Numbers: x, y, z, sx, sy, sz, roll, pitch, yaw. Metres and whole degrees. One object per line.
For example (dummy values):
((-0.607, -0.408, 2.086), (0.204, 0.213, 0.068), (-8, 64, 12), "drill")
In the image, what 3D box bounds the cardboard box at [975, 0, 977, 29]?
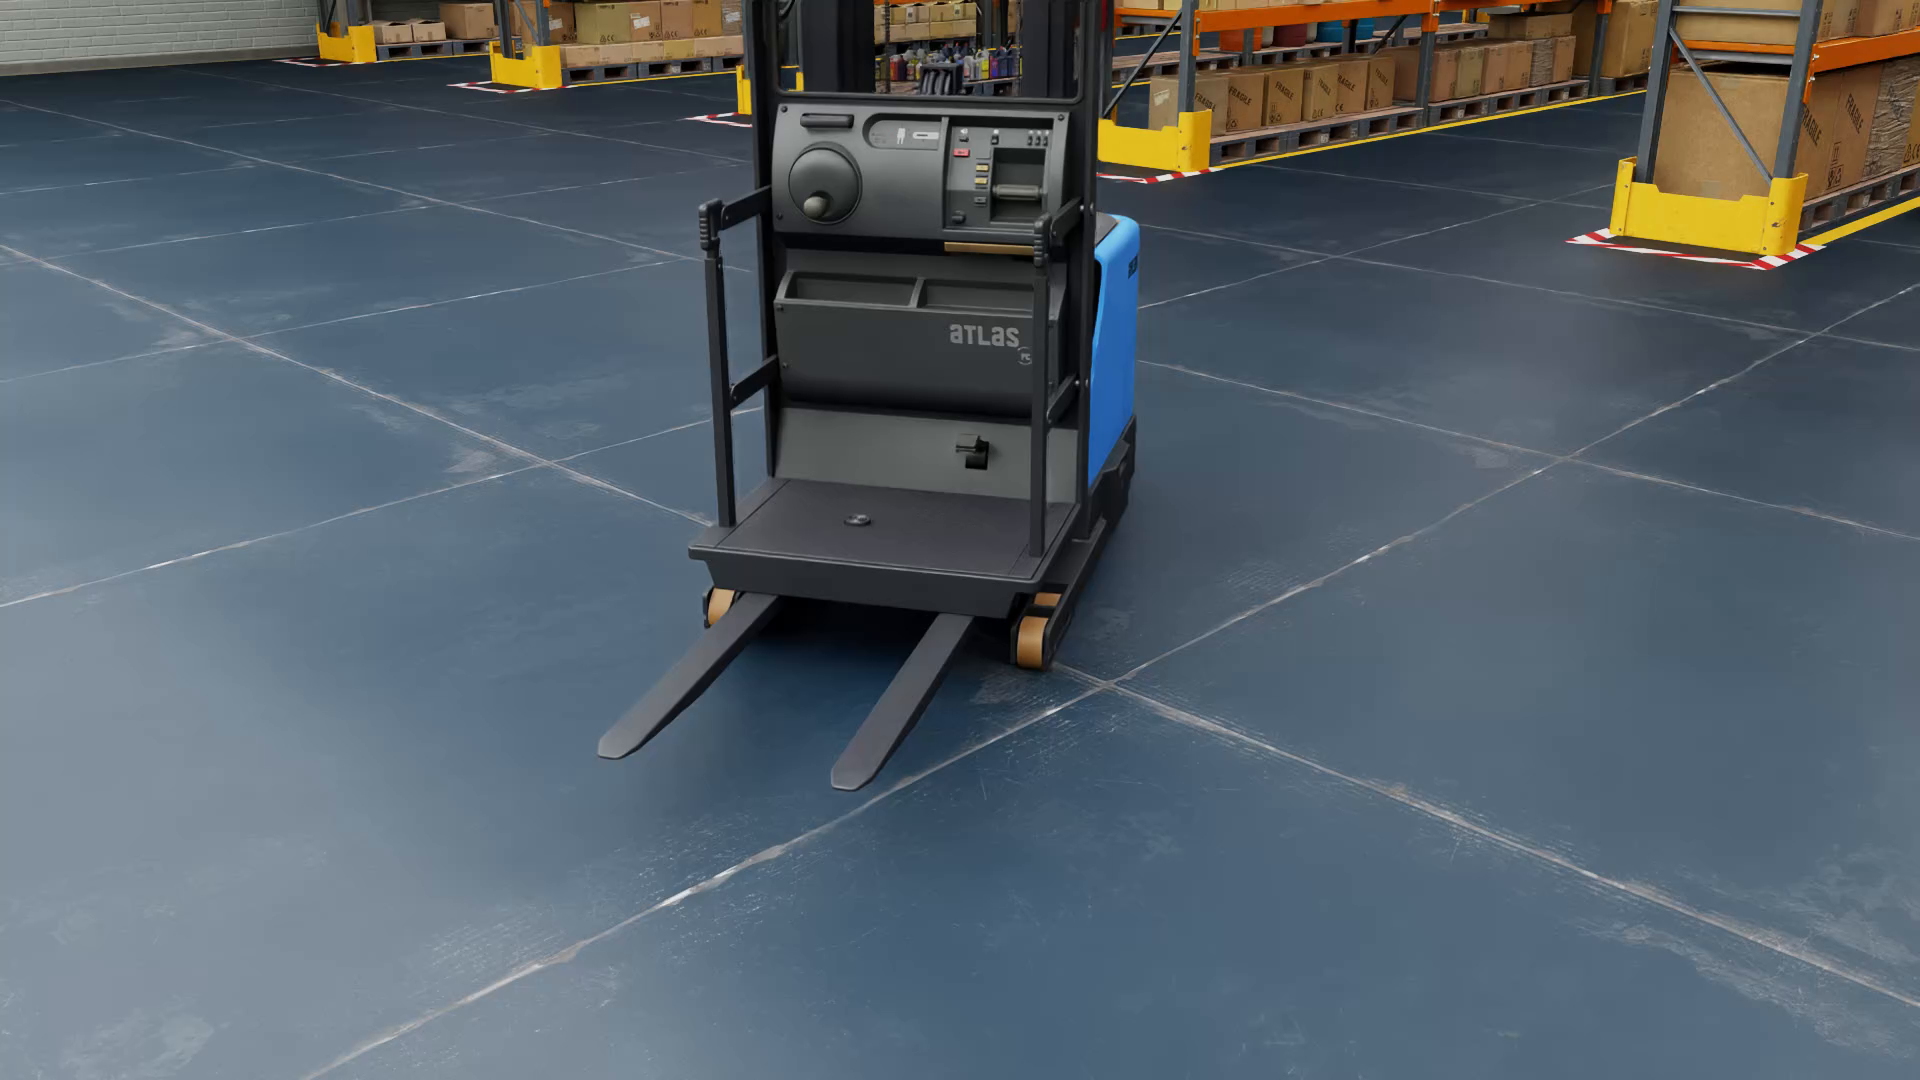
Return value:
((0.575, -8.596, 27.130), (0.500, 0.500, 0.500), (-19, 28, -40), "cardboard box")

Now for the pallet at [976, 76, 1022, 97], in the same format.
((0.348, -5.526, 20.157), (1.003, 0.211, 1.213), (19, 28, 41), "pallet")

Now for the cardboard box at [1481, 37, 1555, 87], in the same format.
((6.355, -5.494, 19.058), (0.700, 0.500, 0.500), (16, 26, 36), "cardboard box")

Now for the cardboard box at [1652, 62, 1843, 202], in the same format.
((5.514, -2.850, 11.684), (0.875, 0.875, 0.875), (19, 28, 41), "cardboard box")

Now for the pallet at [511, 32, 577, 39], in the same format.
((-6.695, -7.986, 26.558), (1.003, 0.211, 1.213), (19, 28, 41), "pallet")

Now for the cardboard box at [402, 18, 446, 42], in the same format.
((-8.097, -7.693, 25.044), (0.500, 0.311, 0.500), (-17, 27, -38), "cardboard box")

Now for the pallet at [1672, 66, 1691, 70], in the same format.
((8.641, -5.973, 21.319), (1.003, 0.211, 1.213), (19, 28, 41), "pallet")

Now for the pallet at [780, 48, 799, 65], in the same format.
((-2.214, -7.128, 24.325), (1.003, 0.211, 1.213), (19, 28, 41), "pallet")

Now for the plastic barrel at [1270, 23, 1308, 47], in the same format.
((4.754, -7.509, 24.205), (0.600, 0.588, 0.708), (19, 28, 41), "plastic barrel")

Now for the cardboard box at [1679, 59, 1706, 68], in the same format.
((8.921, -6.611, 21.471), (1.225, 0.875, 0.875), (18, 27, 39), "cardboard box")

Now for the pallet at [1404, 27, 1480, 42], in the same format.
((7.764, -8.258, 27.266), (1.003, 0.211, 1.213), (19, 28, 41), "pallet")

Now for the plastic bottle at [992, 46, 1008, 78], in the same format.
((0.470, -5.672, 19.729), (0.144, 0.351, 0.185), (18, 27, 38), "plastic bottle")

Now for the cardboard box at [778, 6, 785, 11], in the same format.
((-2.623, -7.581, 24.082), (0.500, 0.311, 0.500), (19, 28, 41), "cardboard box")

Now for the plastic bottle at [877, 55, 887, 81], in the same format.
((-0.908, -5.515, 19.416), (0.133, 0.283, 0.061), (-19, 28, -41), "plastic bottle")

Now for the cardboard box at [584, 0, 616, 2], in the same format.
((-4.642, -6.938, 22.146), (0.500, 0.500, 0.500), (19, 28, 41), "cardboard box")

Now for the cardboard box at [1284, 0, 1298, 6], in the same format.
((2.842, -4.941, 15.099), (0.380, 0.149, 0.250), (19, 28, 41), "cardboard box")

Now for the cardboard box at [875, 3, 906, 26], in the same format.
((-1.161, -7.844, 24.768), (0.500, 0.311, 0.500), (-19, 28, -41), "cardboard box")

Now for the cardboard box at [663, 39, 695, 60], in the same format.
((-3.909, -6.582, 22.266), (0.500, 0.250, 0.500), (19, 28, 41), "cardboard box")

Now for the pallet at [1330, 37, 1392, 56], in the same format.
((5.859, -7.557, 25.441), (1.003, 0.211, 1.213), (19, 28, 41), "pallet")

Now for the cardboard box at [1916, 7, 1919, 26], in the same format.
((6.801, -4.199, 12.608), (0.875, 0.550, 0.550), (19, 28, 41), "cardboard box")

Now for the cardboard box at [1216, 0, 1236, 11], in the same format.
((2.163, -4.678, 14.414), (0.380, 0.149, 0.250), (19, 28, 41), "cardboard box")

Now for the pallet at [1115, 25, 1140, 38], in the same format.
((2.341, -8.767, 28.589), (1.003, 0.211, 1.213), (19, 28, 41), "pallet")

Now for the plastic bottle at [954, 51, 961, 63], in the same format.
((-0.028, -5.750, 20.044), (0.097, 0.271, 0.097), (0, 21, 0), "plastic bottle")

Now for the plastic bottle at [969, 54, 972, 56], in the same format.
((0.153, -5.576, 19.574), (0.061, 0.283, 0.133), (19, 28, 41), "plastic bottle")

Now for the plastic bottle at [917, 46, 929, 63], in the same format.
((-0.442, -5.697, 19.795), (0.144, 0.351, 0.185), (19, 28, 40), "plastic bottle")

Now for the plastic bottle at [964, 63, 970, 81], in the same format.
((0.066, -5.441, 19.337), (0.097, 0.201, 0.097), (0, 21, 0), "plastic bottle")

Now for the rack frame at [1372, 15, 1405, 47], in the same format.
((6.427, -9.046, 25.429), (1.000, 3.000, 0.127), (19, 28, 41), "rack frame")

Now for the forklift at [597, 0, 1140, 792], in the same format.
((-0.181, -1.126, 4.920), (1.130, 2.935, 3.031), (5, 22, 14), "forklift")

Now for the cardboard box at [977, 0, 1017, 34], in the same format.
((0.613, -8.343, 26.470), (0.500, 0.500, 0.500), (-19, 28, -40), "cardboard box")

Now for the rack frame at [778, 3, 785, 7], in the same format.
((-3.461, -10.498, 29.205), (1.000, 3.000, 0.127), (19, 28, 41), "rack frame")

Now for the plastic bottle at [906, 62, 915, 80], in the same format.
((-0.582, -5.510, 19.516), (0.097, 0.201, 0.097), (0, 21, 0), "plastic bottle")

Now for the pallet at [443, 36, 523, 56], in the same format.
((-7.546, -7.671, 25.738), (1.003, 0.211, 1.213), (19, 28, 41), "pallet")

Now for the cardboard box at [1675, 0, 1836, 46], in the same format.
((5.315, -3.631, 11.132), (0.875, 0.550, 0.550), (19, 28, 41), "cardboard box")

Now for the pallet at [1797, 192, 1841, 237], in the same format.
((5.590, -2.378, 11.967), (1.003, 0.211, 1.213), (19, 28, 41), "pallet")

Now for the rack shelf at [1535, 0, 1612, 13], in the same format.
((8.581, -6.957, 20.996), (1.077, 0.370, 4.000), (19, 28, 41), "rack shelf")

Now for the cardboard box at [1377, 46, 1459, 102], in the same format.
((4.839, -4.941, 17.620), (0.700, 0.500, 0.500), (17, 27, 37), "cardboard box")

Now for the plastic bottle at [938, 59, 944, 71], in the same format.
((-0.217, -5.370, 19.053), (0.097, 0.271, 0.097), (0, 21, 0), "plastic bottle")

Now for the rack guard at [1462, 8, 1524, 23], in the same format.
((9.225, -8.917, 28.577), (1.175, 0.500, 0.348), (19, 28, 41), "rack guard")

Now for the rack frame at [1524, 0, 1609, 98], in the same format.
((7.186, -6.778, 19.529), (1.000, 3.000, 0.127), (19, 28, 41), "rack frame")

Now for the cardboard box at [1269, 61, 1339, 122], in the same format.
((3.317, -4.358, 16.131), (0.500, 0.500, 0.500), (16, 26, 36), "cardboard box")

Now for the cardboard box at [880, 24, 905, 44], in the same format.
((-1.168, -7.580, 24.862), (0.500, 0.250, 0.500), (-20, 28, -41), "cardboard box")

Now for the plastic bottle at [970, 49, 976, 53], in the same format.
((0.104, -5.862, 20.327), (0.135, 0.276, 0.152), (-19, 28, -40), "plastic bottle")

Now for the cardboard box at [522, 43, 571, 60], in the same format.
((-5.328, -6.327, 21.601), (0.500, 0.250, 0.500), (19, 28, 41), "cardboard box")

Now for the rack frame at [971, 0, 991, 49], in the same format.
((0.091, -9.259, 25.982), (1.000, 3.000, 0.127), (19, 28, 41), "rack frame")

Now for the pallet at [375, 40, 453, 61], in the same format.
((-8.397, -7.359, 24.926), (1.003, 0.211, 1.213), (19, 28, 41), "pallet")

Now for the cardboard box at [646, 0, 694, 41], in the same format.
((-3.908, -6.932, 22.131), (0.500, 0.500, 0.500), (19, 28, 41), "cardboard box")
